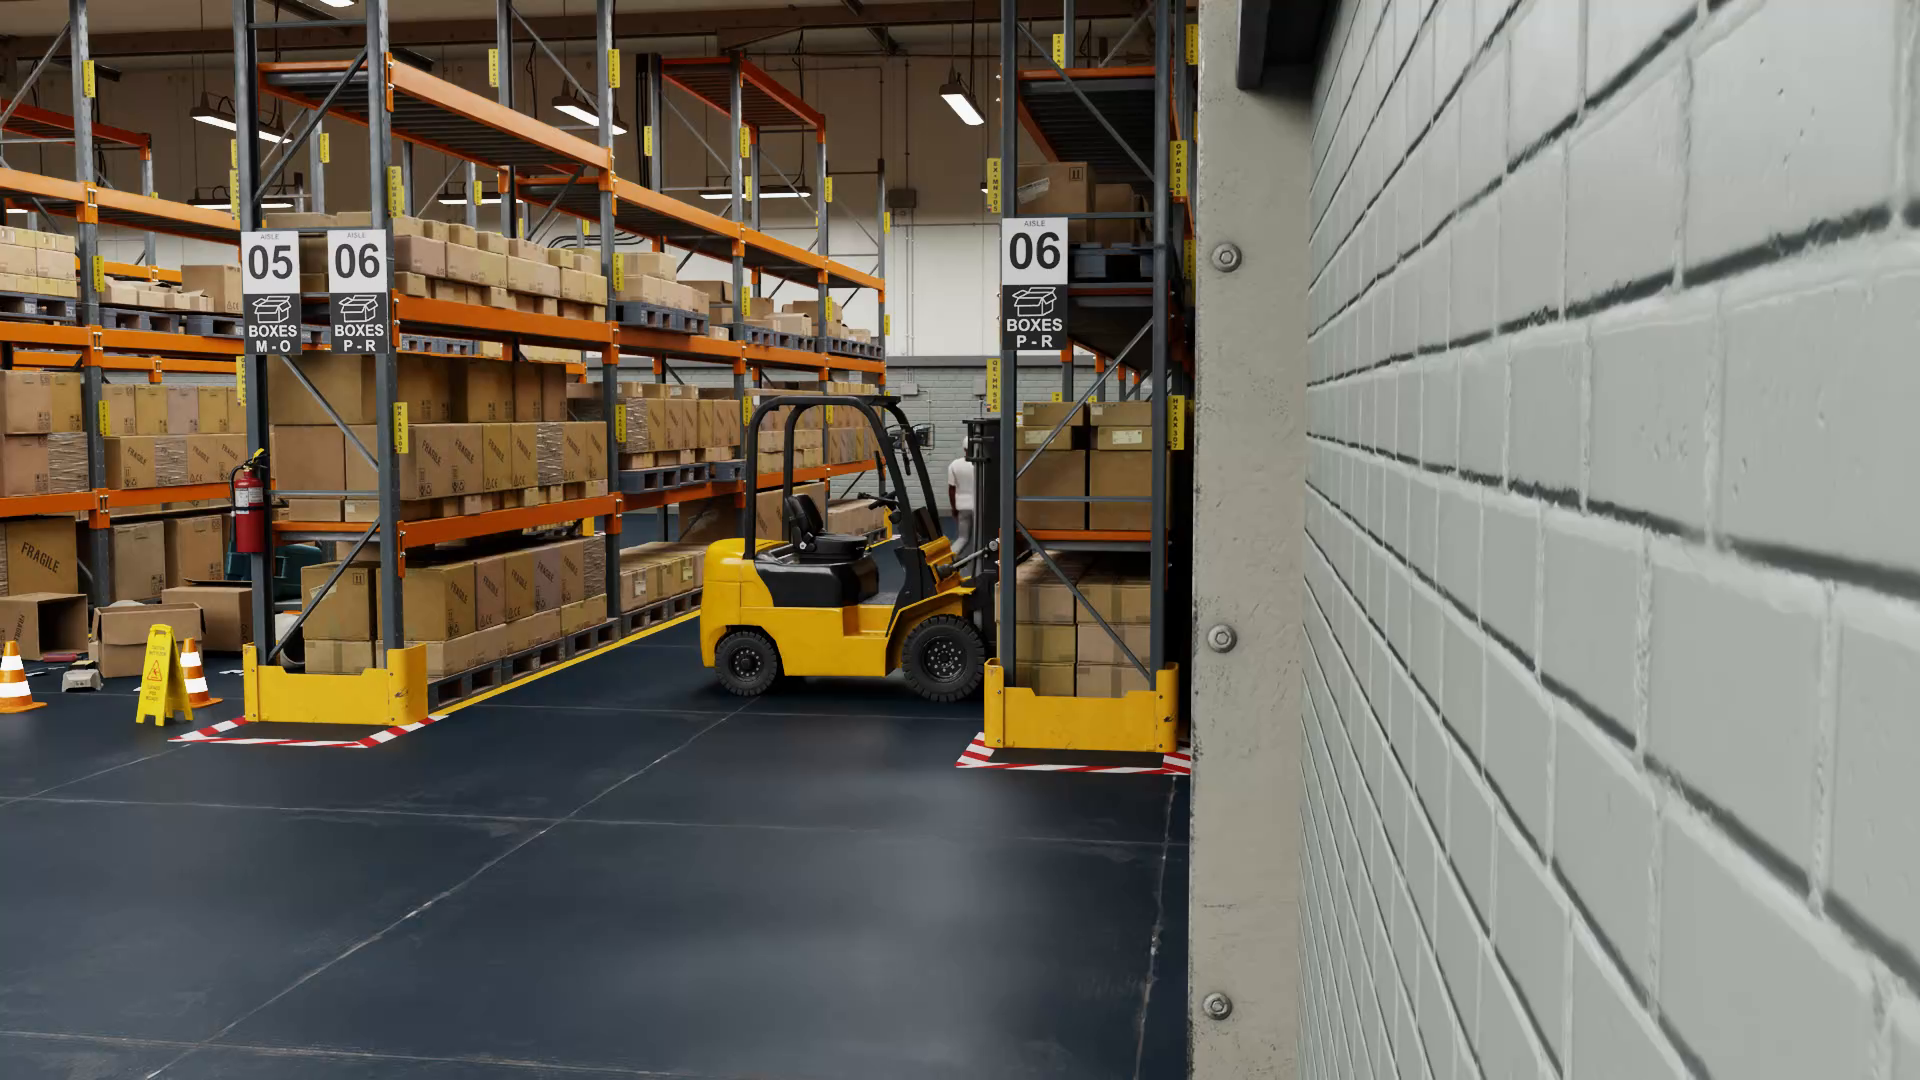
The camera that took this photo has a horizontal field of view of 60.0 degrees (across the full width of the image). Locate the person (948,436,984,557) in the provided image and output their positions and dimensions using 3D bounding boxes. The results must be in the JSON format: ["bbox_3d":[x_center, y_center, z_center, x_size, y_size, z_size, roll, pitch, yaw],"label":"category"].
[{"bbox_3d":[0.120,-0.370,19.683,0.569,1.743,0.808,2,5,25],"label":"person"}]
